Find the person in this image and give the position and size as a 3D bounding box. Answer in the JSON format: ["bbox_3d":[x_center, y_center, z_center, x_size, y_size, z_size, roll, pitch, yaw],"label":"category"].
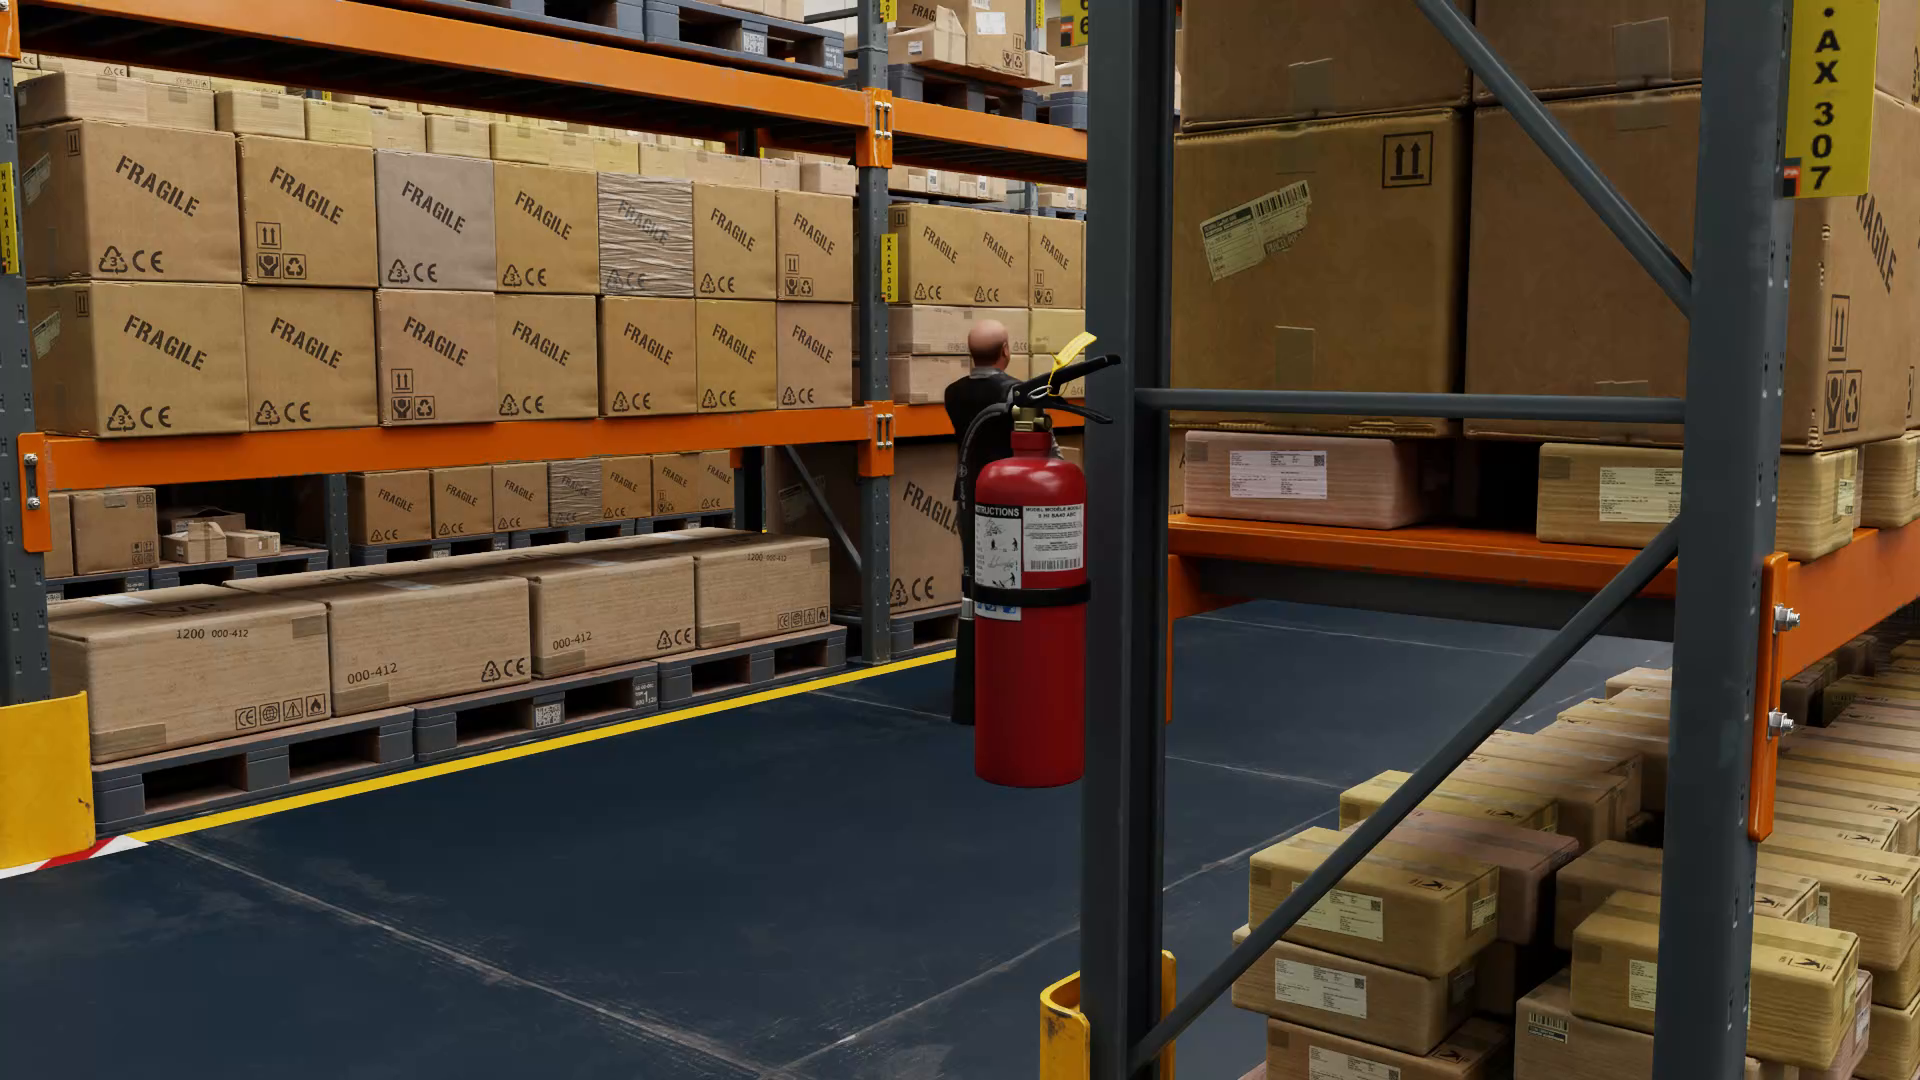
[{"bbox_3d":[0.231,-0.126,7.464,0.494,1.711,0.560,5,9,39],"label":"person"}]
